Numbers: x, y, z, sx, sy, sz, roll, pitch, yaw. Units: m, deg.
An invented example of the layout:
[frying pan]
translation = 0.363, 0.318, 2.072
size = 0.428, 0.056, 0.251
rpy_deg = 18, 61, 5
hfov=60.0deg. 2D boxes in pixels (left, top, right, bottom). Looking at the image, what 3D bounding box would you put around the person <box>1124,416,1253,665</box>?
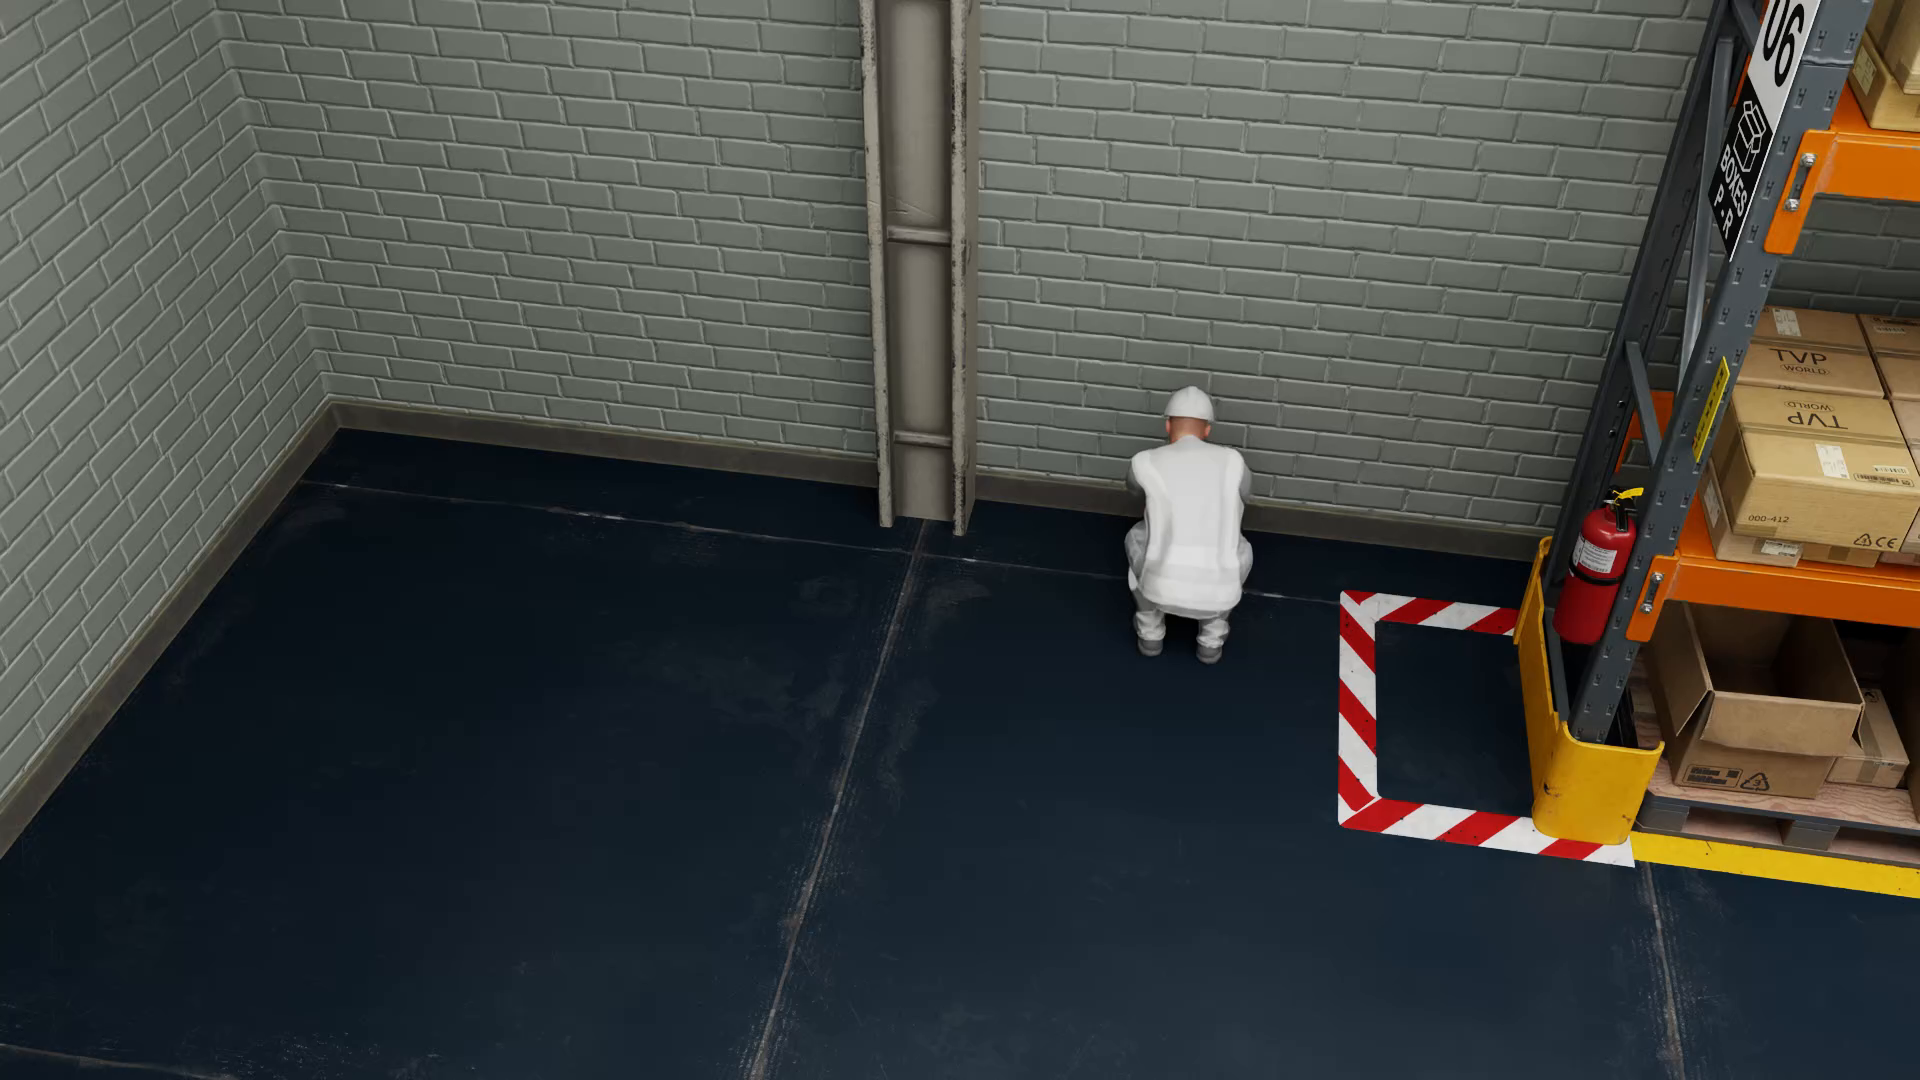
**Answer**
[person]
translation = 0.949, -0.043, 6.838
size = 0.533, 0.962, 0.890
rpy_deg = 6, 41, 7
